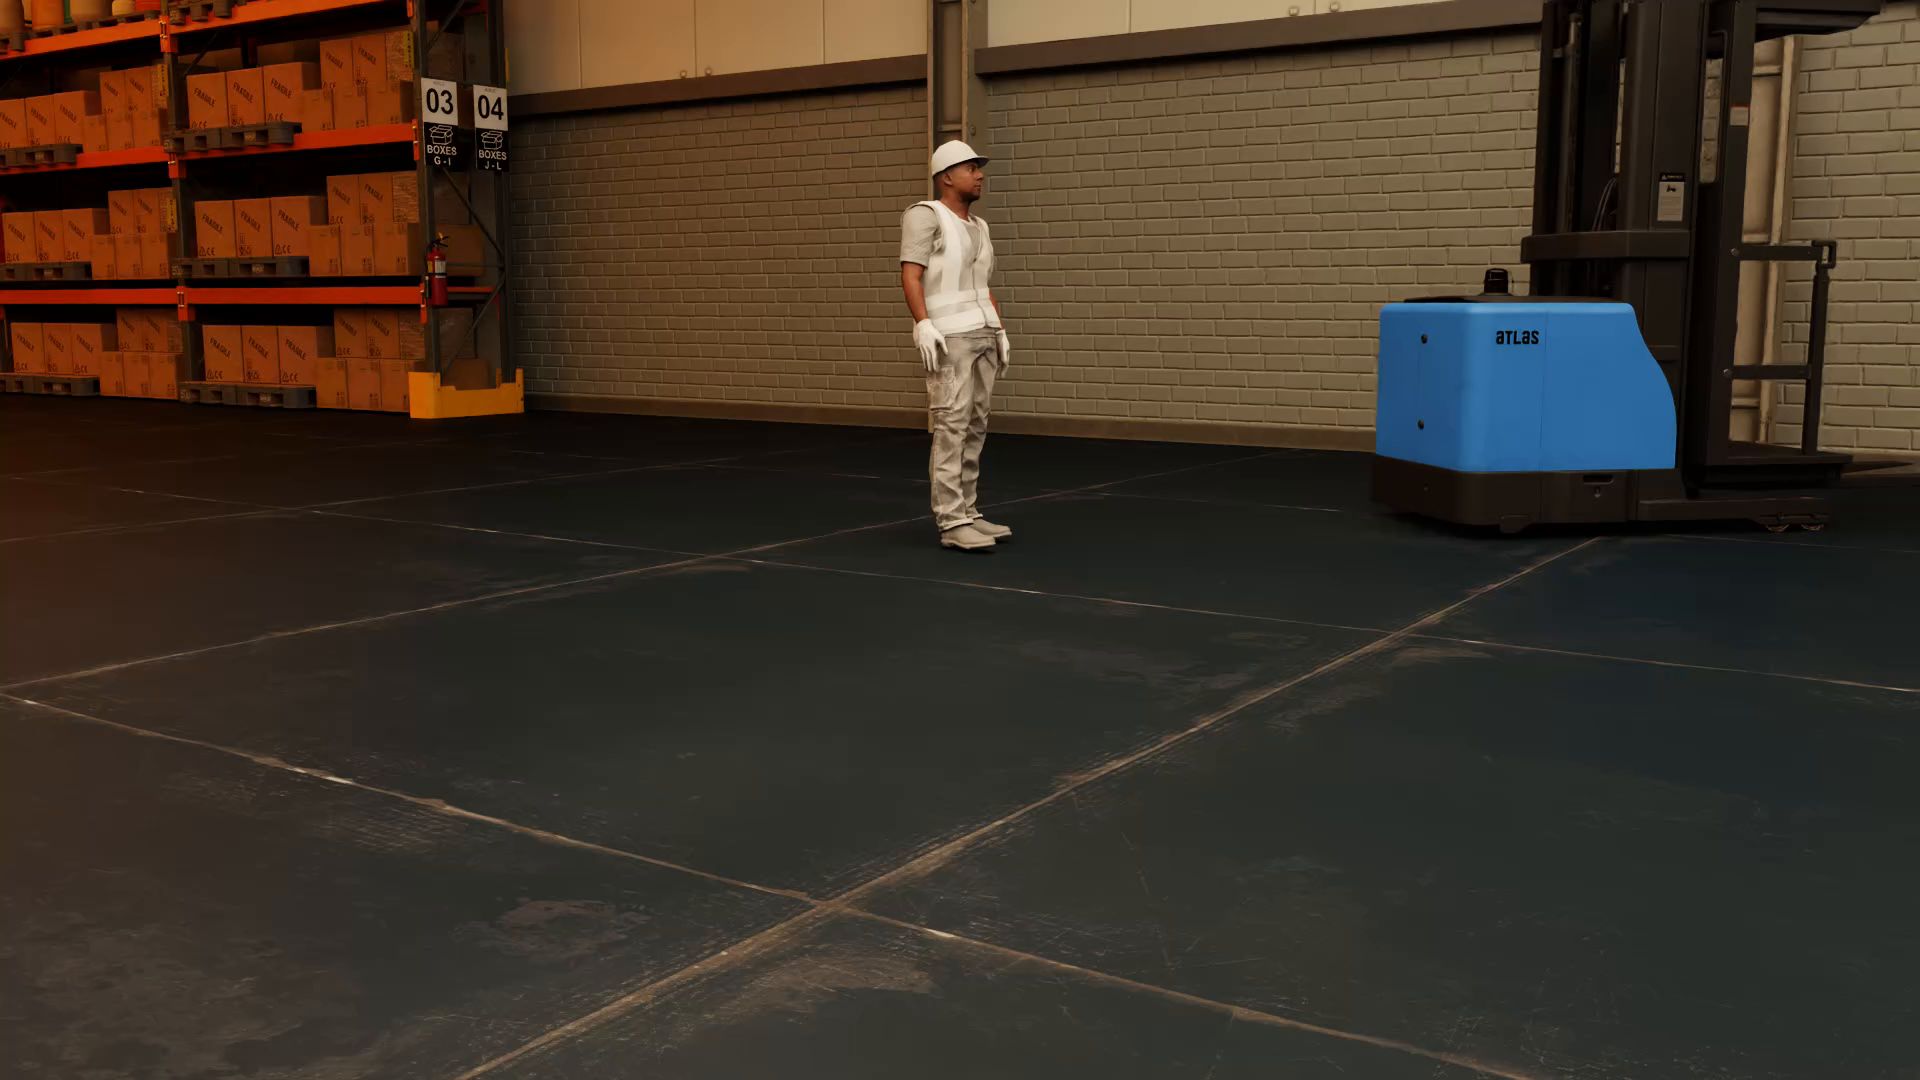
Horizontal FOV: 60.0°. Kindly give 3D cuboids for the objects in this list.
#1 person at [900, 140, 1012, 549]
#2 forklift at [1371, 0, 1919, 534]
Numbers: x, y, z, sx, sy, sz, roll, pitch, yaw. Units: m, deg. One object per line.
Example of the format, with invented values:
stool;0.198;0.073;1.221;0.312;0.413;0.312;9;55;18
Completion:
person;0.055;-0.883;7.430;0.576;1.783;0.657;5;10;34
forklift;3.667;-1.559;8.155;3.031;2.935;1.130;-2;8;-11
